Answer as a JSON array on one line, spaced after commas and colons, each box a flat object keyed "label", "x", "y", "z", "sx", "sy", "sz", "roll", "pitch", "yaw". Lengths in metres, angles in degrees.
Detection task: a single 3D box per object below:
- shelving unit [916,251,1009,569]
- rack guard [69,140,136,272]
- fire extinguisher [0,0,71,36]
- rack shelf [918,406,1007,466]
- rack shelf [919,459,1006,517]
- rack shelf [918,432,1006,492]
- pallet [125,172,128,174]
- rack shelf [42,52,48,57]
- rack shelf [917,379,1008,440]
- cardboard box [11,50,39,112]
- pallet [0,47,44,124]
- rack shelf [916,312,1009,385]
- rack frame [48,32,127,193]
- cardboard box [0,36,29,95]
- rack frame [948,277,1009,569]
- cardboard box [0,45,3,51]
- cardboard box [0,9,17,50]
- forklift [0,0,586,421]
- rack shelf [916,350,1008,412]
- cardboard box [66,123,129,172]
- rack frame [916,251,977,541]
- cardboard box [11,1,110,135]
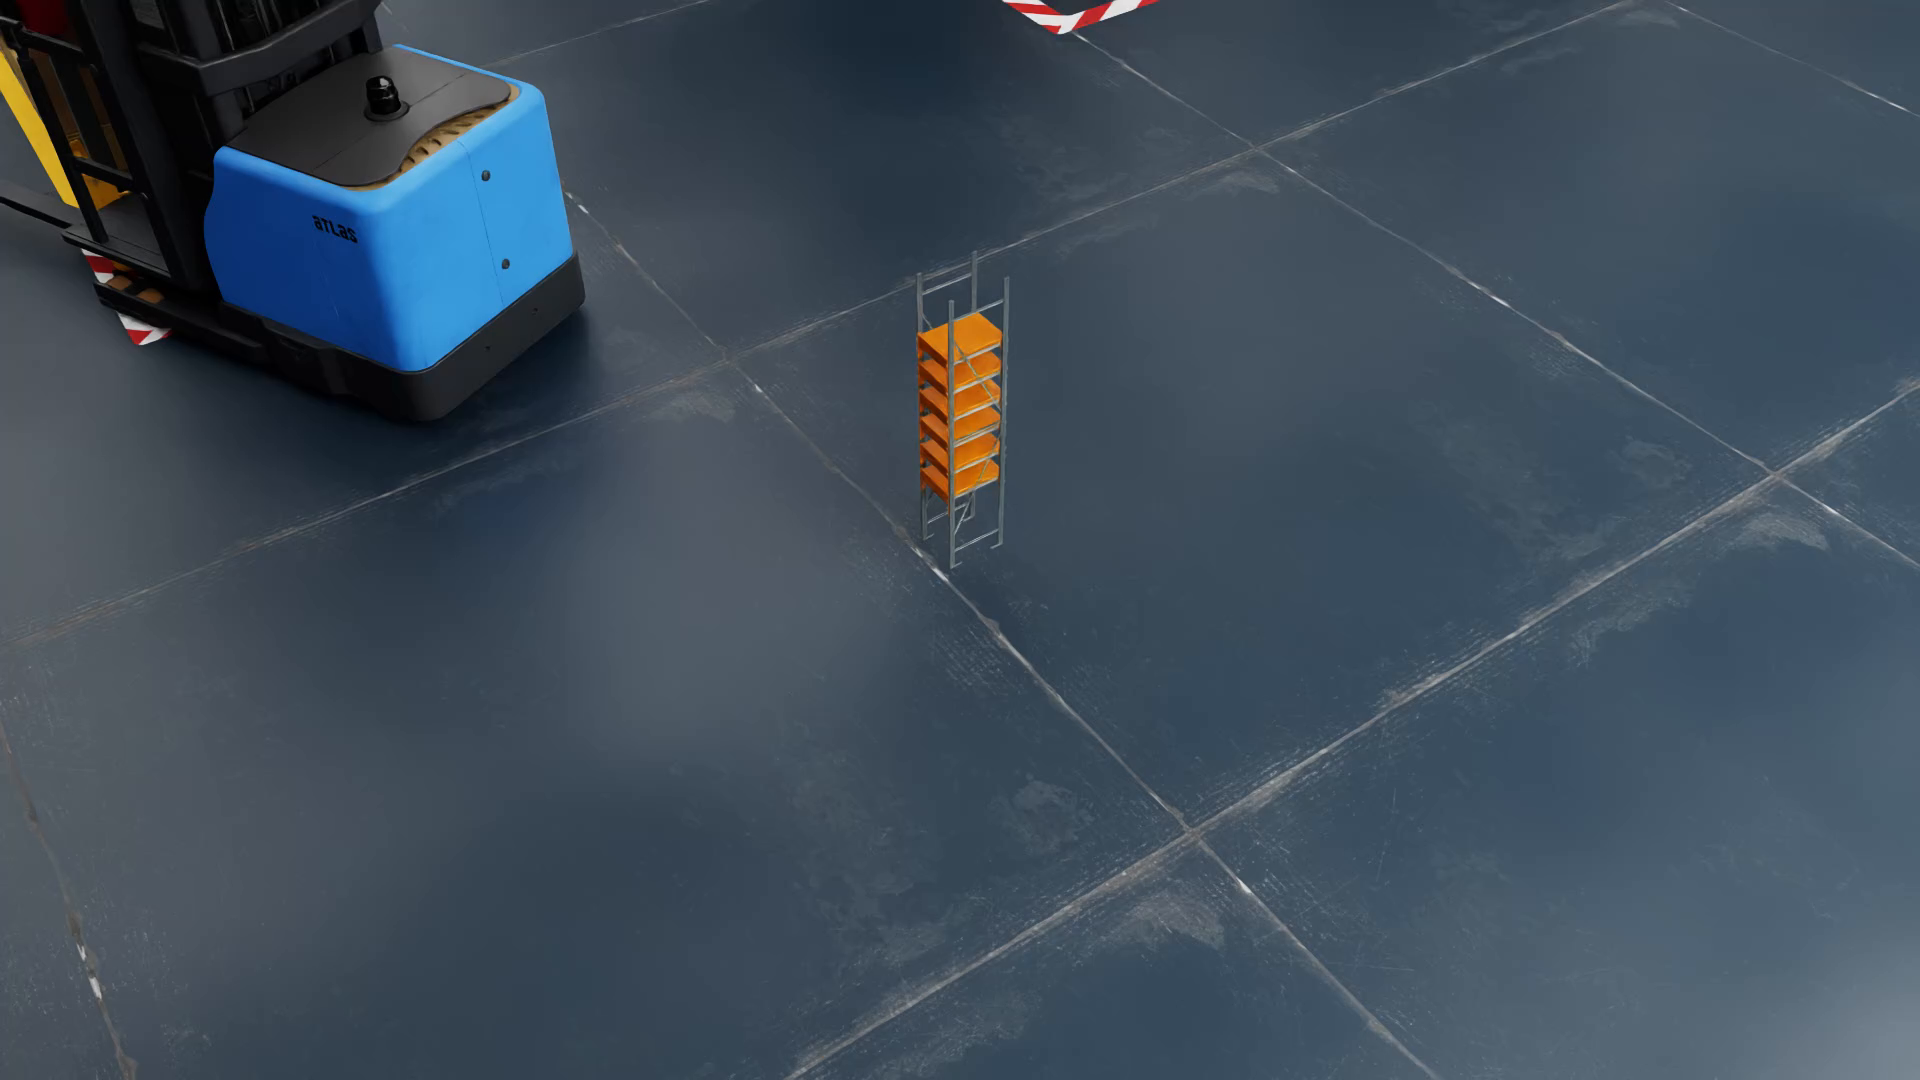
[{"label": "shelving unit", "x": 0.008, "y": -0.426, "z": 5.827, "sx": 0.258, "sy": 1.200, "sz": 0.189, "roll": -26, "pitch": 49, "yaw": -24}, {"label": "rack guard", "x": -3.407, "y": -1.704, "z": 7.673, "sx": 1.175, "sy": 0.500, "sz": 0.348, "roll": -26, "pitch": 49, "yaw": -24}, {"label": "fire extinguisher", "x": -3.735, "y": -2.343, "z": 6.588, "sx": 0.296, "sy": 0.674, "sz": 0.183, "roll": -26, "pitch": 49, "yaw": -24}, {"label": "rack shelf", "x": 0.008, "y": -0.394, "z": 5.858, "sx": 0.258, "sy": 0.103, "sz": 0.180, "roll": -26, "pitch": 49, "yaw": -24}, {"label": "rack shelf", "x": 0.008, "y": -0.220, "z": 6.024, "sx": 0.258, "sy": 0.103, "sz": 0.180, "roll": -26, "pitch": 49, "yaw": -24}, {"label": "rack shelf", "x": 0.008, "y": -0.307, "z": 5.941, "sx": 0.258, "sy": 0.103, "sz": 0.180, "roll": -26, "pitch": 49, "yaw": -24}, {"label": "pallet", "x": -3.893, "y": -2.030, "z": 8.223, "sx": 1.003, "sy": 0.211, "sz": 1.213, "roll": -26, "pitch": 49, "yaw": -24}, {"label": "rack shelf", "x": -4.565, "y": -3.494, "z": 8.259, "sx": 1.077, "sy": 0.370, "sz": 4.000, "roll": -26, "pitch": 49, "yaw": -24}, {"label": "rack shelf", "x": 0.008, "y": -0.480, "z": 5.775, "sx": 0.258, "sy": 0.103, "sz": 0.180, "roll": -26, "pitch": 49, "yaw": -24}, {"label": "cardboard box", "x": -4.266, "y": -2.244, "z": 8.116, "sx": 0.500, "sy": 0.250, "sz": 0.500, "roll": -26, "pitch": 49, "yaw": -24}, {"label": "pallet", "x": -4.587, "y": -2.720, "z": 8.946, "sx": 1.003, "sy": 0.211, "sz": 1.213, "roll": -26, "pitch": 49, "yaw": -24}, {"label": "rack shelf", "x": 0.008, "y": -0.654, "z": 5.609, "sx": 0.258, "sy": 0.103, "sz": 0.180, "roll": -26, "pitch": 49, "yaw": -24}, {"label": "rack frame", "x": -3.421, "y": -2.622, "z": 6.824, "sx": 1.000, "sy": 3.000, "sz": 0.127, "roll": -26, "pitch": 49, "yaw": -24}, {"label": "cardboard box", "x": -4.554, "y": -2.527, "z": 8.412, "sx": 0.500, "sy": 0.250, "sz": 0.500, "roll": -26, "pitch": 49, "yaw": -24}, {"label": "rack frame", "x": 0.061, "y": -0.374, "z": 5.773, "sx": 0.240, "sy": 1.200, "sz": 0.006, "roll": -26, "pitch": 49, "yaw": -24}, {"label": "cardboard box", "x": -4.838, "y": -2.811, "z": 8.709, "sx": 0.500, "sy": 0.250, "sz": 0.500, "roll": -26, "pitch": 49, "yaw": -24}, {"label": "cardboard box", "x": -4.556, "y": -2.797, "z": 8.151, "sx": 0.500, "sy": 0.500, "sz": 0.500, "roll": -26, "pitch": 49, "yaw": -24}, {"label": "forklift", "x": -3.172, "y": -2.280, "z": 6.515, "sx": 3.031, "sy": 2.935, "sz": 1.130, "roll": 21, "pitch": 48, "yaw": 21}, {"label": "rack shelf", "x": 0.008, "y": -0.567, "z": 5.692, "sx": 0.258, "sy": 0.103, "sz": 0.180, "roll": -26, "pitch": 49, "yaw": -24}, {"label": "cardboard box", "x": -3.970, "y": -1.966, "z": 7.824, "sx": 0.500, "sy": 0.250, "sz": 0.500, "roll": -26, "pitch": 49, "yaw": -24}, {"label": "rack frame", "x": -0.044, "y": -0.478, "z": 5.881, "sx": 0.240, "sy": 1.200, "sz": 0.006, "roll": -26, "pitch": 49, "yaw": -24}, {"label": "cardboard box", "x": -3.972, "y": -2.236, "z": 7.564, "sx": 0.500, "sy": 0.500, "sz": 0.500, "roll": -26, "pitch": 49, "yaw": -24}]
